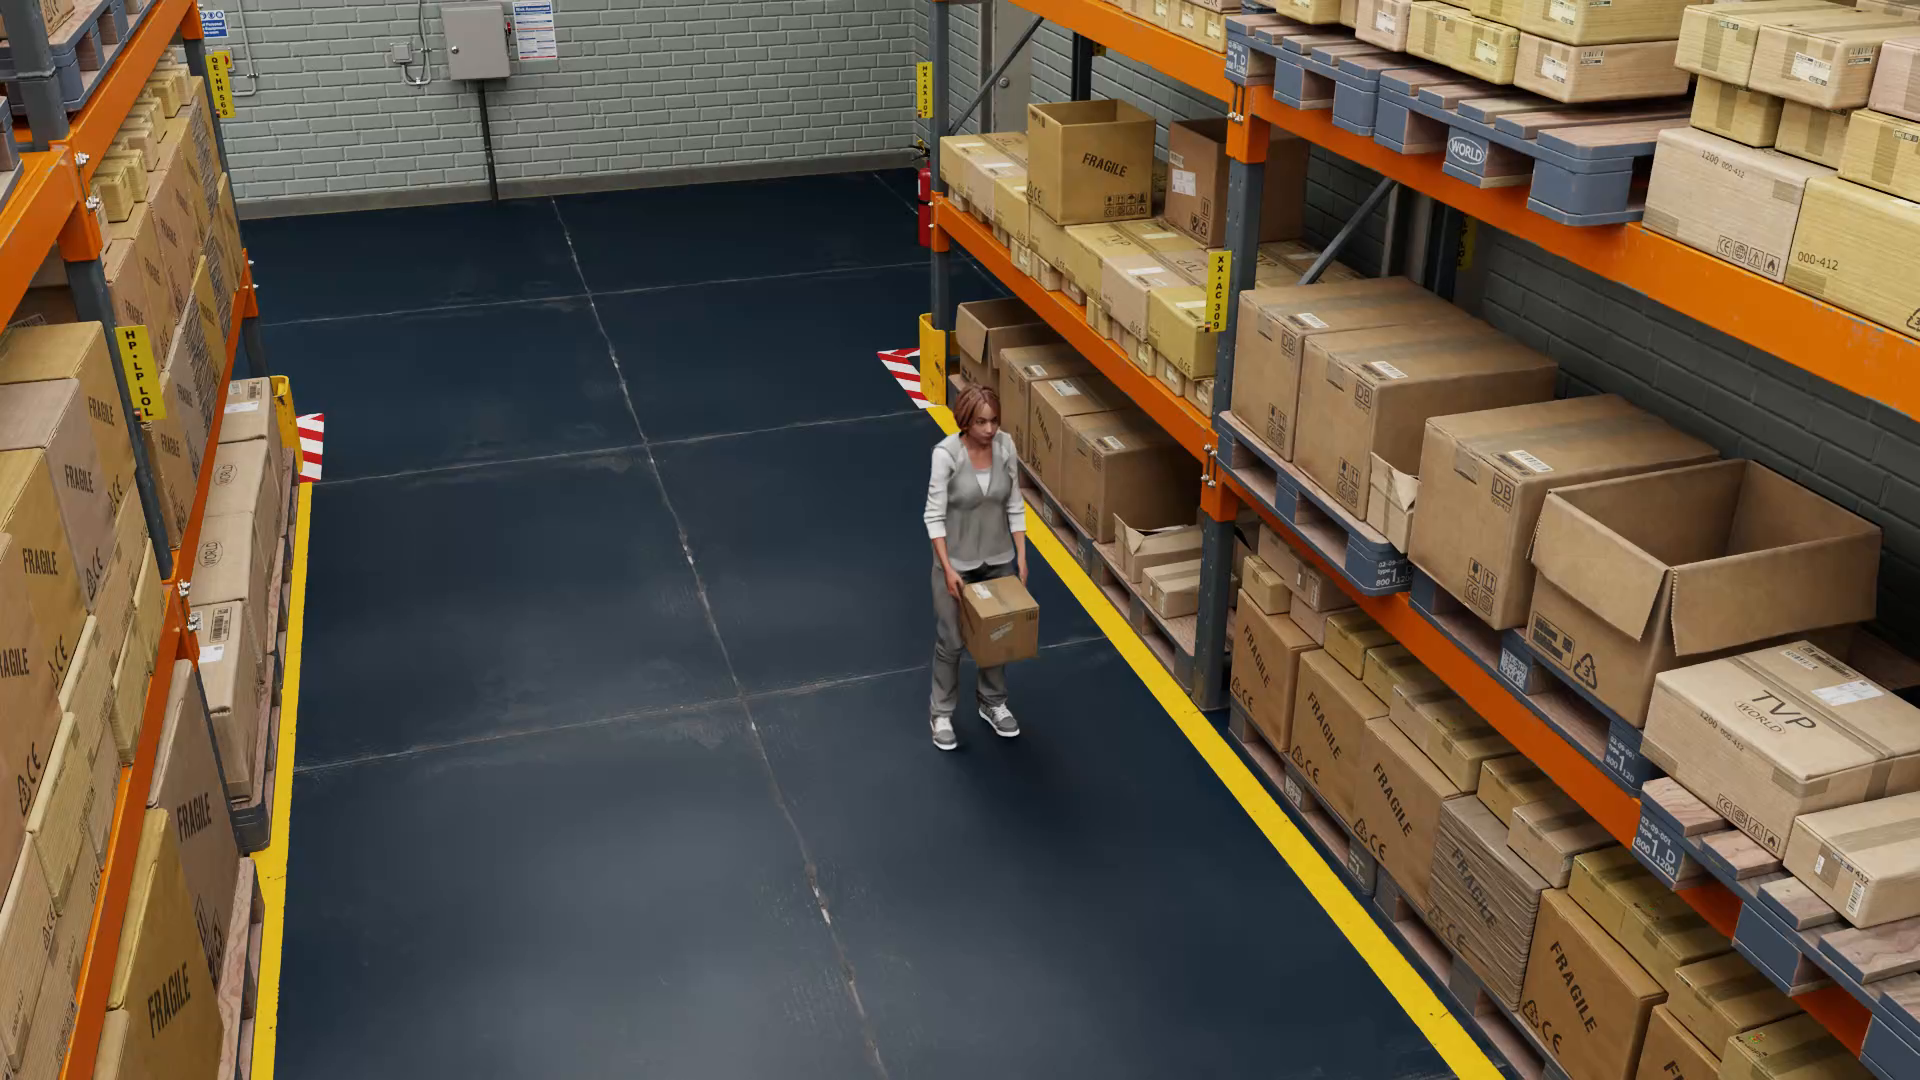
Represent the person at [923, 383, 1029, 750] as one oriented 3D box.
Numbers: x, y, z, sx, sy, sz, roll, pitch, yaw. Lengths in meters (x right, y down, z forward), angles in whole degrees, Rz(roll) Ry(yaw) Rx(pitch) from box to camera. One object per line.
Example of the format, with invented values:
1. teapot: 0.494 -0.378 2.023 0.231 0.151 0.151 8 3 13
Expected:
1. person: 0.067 0.102 6.915 0.446 1.601 0.359 -10 29 -20
